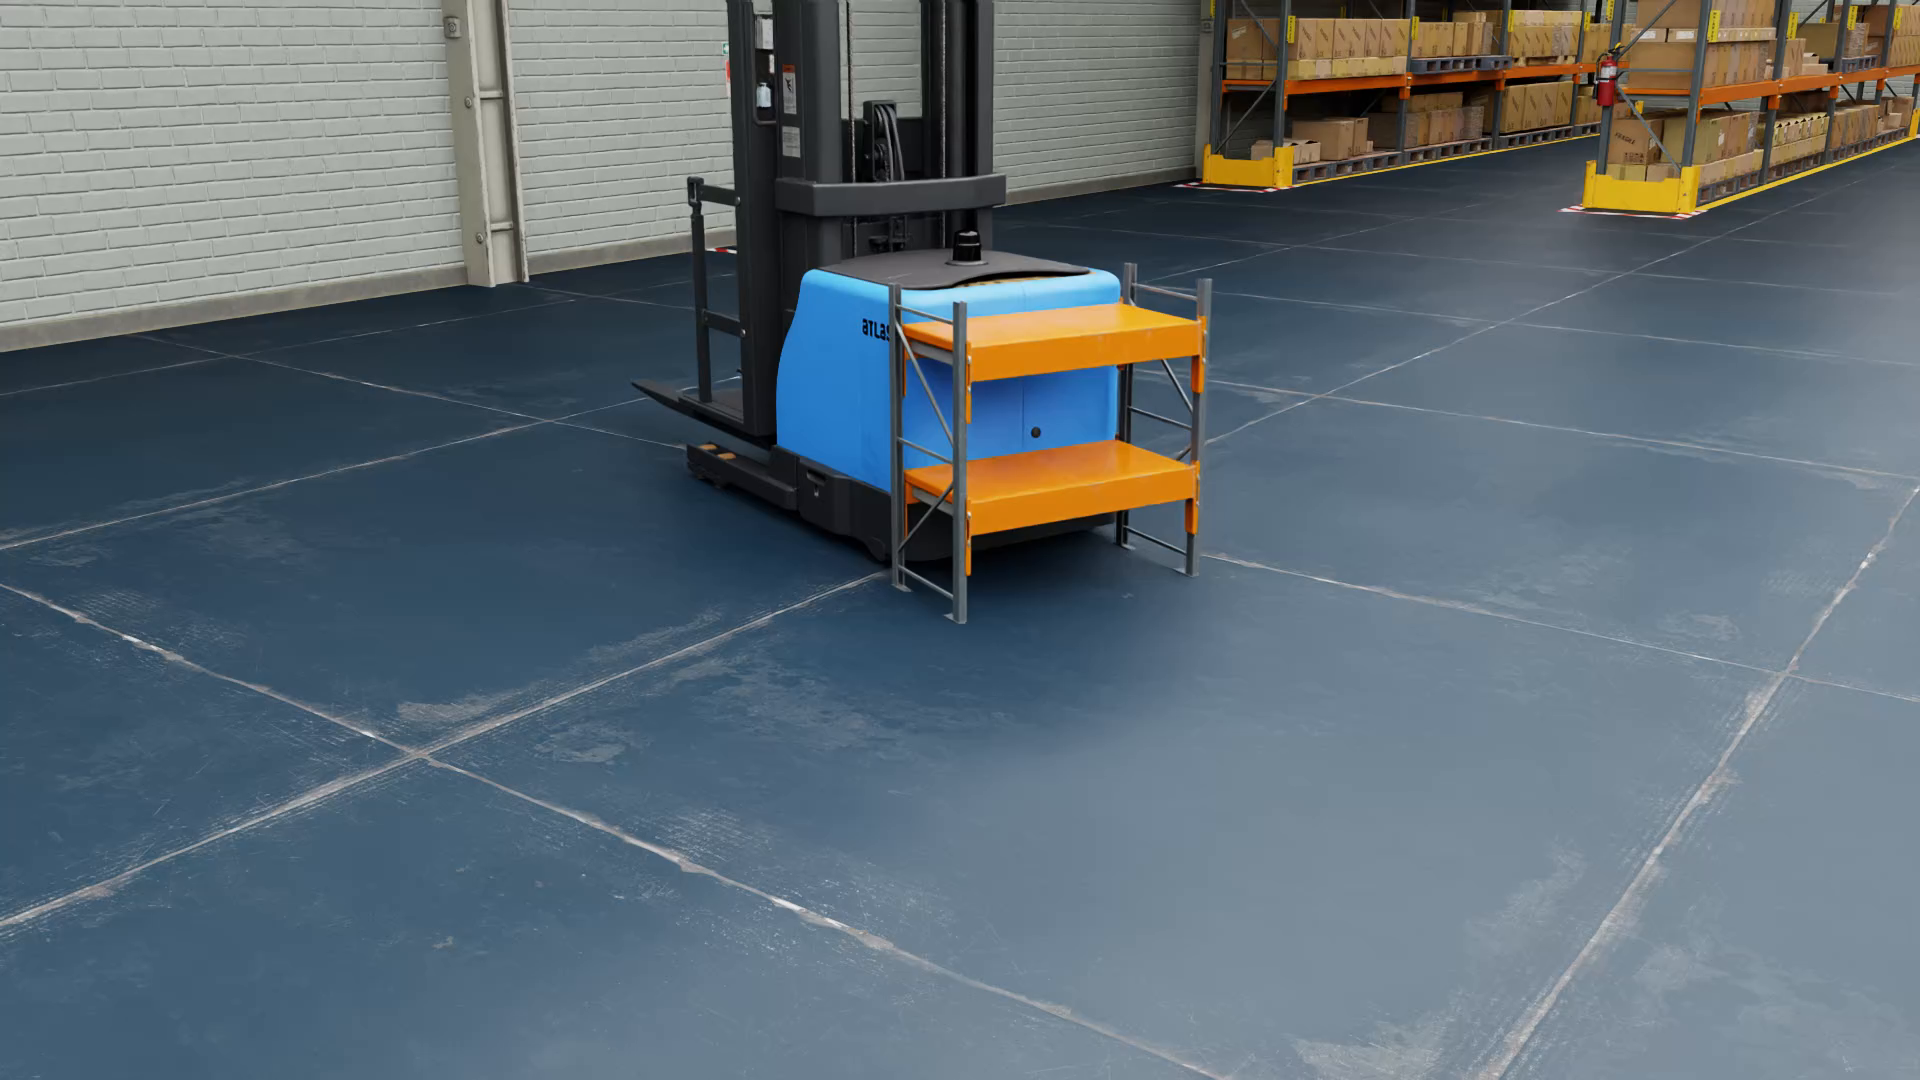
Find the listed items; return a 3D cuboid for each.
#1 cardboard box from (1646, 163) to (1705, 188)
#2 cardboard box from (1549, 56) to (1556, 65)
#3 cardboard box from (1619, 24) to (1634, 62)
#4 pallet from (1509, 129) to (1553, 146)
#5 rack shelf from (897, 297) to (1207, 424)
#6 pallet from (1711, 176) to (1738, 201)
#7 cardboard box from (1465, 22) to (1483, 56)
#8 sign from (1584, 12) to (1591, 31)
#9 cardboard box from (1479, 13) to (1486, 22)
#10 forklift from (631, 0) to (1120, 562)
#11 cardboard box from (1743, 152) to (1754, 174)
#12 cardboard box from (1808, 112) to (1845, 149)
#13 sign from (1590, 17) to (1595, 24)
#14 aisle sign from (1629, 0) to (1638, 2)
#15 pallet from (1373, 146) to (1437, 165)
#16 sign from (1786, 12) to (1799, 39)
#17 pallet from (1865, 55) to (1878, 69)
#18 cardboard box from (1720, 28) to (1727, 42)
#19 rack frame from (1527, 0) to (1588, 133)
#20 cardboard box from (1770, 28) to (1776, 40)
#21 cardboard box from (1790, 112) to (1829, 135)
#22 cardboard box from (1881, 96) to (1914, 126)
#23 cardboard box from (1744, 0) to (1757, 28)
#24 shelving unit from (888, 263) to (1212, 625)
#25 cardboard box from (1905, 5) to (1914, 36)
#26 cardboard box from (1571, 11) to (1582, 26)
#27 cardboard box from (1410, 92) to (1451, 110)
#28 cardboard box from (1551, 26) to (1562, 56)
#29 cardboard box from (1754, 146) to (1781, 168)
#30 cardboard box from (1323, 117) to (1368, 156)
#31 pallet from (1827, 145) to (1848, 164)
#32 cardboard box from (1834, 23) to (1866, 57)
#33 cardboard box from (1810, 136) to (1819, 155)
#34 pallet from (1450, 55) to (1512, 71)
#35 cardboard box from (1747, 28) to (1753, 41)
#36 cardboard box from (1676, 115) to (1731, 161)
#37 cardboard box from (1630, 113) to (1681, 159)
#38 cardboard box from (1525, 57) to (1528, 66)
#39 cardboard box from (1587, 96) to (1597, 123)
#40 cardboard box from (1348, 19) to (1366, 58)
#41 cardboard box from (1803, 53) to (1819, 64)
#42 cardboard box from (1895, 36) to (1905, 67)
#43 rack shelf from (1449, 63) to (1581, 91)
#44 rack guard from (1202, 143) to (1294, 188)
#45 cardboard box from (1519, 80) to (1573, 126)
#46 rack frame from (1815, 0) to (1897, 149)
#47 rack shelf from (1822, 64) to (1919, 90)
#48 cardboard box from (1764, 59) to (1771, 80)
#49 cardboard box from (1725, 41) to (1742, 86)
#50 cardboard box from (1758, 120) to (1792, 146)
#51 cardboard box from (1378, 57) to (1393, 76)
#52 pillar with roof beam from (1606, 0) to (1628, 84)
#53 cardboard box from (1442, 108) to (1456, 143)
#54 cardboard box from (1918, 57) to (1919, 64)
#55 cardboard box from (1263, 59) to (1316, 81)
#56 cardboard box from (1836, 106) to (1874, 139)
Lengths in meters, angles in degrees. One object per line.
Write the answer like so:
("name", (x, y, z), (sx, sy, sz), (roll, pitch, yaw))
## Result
("cardboard box", (8.169, -4.155, 18.993), (0.500, 0.250, 0.500), (12, 21, 35))
("cardboard box", (10.235, -8.433, 29.230), (0.380, 0.149, 0.250), (12, 21, 35))
("cardboard box", (12.503, -9.709, 32.444), (0.980, 0.700, 0.700), (12, 21, 34))
("pallet", (9.715, -7.091, 29.221), (1.003, 0.211, 1.213), (12, 21, 35))
("rack shelf", (0.325, -0.661, 5.990), (1.000, 0.278, 0.538), (-10, 20, -29))
("pallet", (8.820, -4.326, 20.318), (1.003, 0.211, 1.213), (12, 21, 35))
("cardboard box", (7.874, -7.965, 26.424), (0.700, 0.500, 0.500), (10, 20, 30))
("sign", (11.282, -9.333, 29.921), (0.100, 0.325, 0.005), (12, 21, 35))
("cardboard box", (8.276, -8.439, 26.856), (0.380, 0.149, 0.250), (9, 20, 28))
("forklift", (-0.594, -1.697, 7.266), (1.130, 2.935, 3.031), (-11, 20, -32))
("cardboard box", (9.648, -4.752, 20.918), (0.500, 0.250, 0.500), (12, 21, 35))
("cardboard box", (12.938, -6.158, 24.990), (0.500, 0.500, 0.500), (14, 22, 37))
("sign", (12.782, -10.415, 33.630), (0.100, 0.325, 0.005), (12, 21, 35))
("aisle sign", (13.508, -11.070, 32.949), (0.394, 0.787, 0.004), (12, 21, 35))
("pallet", (6.536, -5.860, 25.258), (1.003, 0.211, 1.213), (12, 21, 35))
("sign", (10.501, -6.485, 20.976), (0.100, 0.325, 0.005), (12, 21, 35))
("pallet", (14.257, -7.774, 27.044), (1.003, 0.211, 1.213), (12, 21, 35))
("cardboard box", (8.535, -5.774, 19.017), (0.380, 0.149, 0.250), (12, 21, 34))
("rack frame", (10.840, -8.911, 30.382), (1.000, 3.000, 0.127), (12, 21, 35))
("cardboard box", (10.064, -6.386, 20.989), (0.380, 0.149, 0.250), (12, 21, 35))
("cardboard box", (12.323, -6.071, 24.219), (0.500, 0.311, 0.500), (13, 22, 36))
("cardboard box", (17.078, -7.833, 30.382), (0.500, 0.500, 0.500), (12, 21, 35))
("cardboard box", (9.196, -6.452, 20.107), (0.700, 0.500, 0.500), (12, 21, 35))
("shelving unit", (0.325, -0.382, 6.077), (1.048, 1.125, 0.538), (-10, 20, -29))
("cardboard box", (15.941, -8.870, 28.394), (0.500, 0.500, 0.500), (12, 21, 33))
("cardboard box", (10.768, -9.312, 29.705), (0.500, 0.250, 0.500), (13, 22, 36))
("cardboard box", (7.378, -6.904, 26.128), (0.500, 0.250, 0.500), (12, 21, 34))
("cardboard box", (10.166, -8.715, 29.045), (0.500, 0.500, 0.500), (12, 21, 35))
("cardboard box", (10.494, -5.071, 21.944), (0.500, 0.250, 0.500), (12, 21, 33))
("cardboard box", (5.487, -5.768, 23.733), (0.500, 0.500, 0.500), (11, 20, 31))
("pallet", (12.913, -5.924, 25.463), (1.003, 0.211, 1.213), (12, 21, 35))
("cardboard box", (13.421, -7.686, 25.561), (0.500, 0.500, 0.700), (-15, 23, -40))
("cardboard box", (12.016, -5.680, 23.904), (0.500, 0.250, 0.500), (12, 21, 34))
("pallet", (8.118, -7.678, 26.735), (1.213, 0.211, 1.003), (12, 21, 35))
("cardboard box", (9.307, -6.084, 20.016), (0.380, 0.149, 0.250), (13, 22, 36))
("cardboard box", (8.753, -4.754, 19.657), (0.500, 0.500, 0.500), (12, 21, 35))
("cardboard box", (8.336, -4.845, 19.953), (0.500, 0.500, 0.500), (12, 21, 35))
("cardboard box", (9.421, -8.138, 28.280), (0.380, 0.149, 0.250), (13, 21, 36))
("cardboard box", (11.670, -8.197, 31.589), (0.700, 0.500, 0.500), (12, 21, 34))
("cardboard box", (5.130, -6.773, 22.450), (0.500, 0.500, 0.500), (13, 22, 36))
("cardboard box", (12.186, -6.963, 24.257), (0.500, 0.311, 0.500), (14, 22, 38))
("cardboard box", (15.646, -8.280, 28.182), (0.500, 0.500, 0.500), (13, 21, 36))
("rack shelf", (9.649, -8.091, 28.955), (1.077, 0.370, 4.000), (12, 21, 35))
("rack guard", (3.736, -4.878, 21.607), (1.175, 0.500, 0.348), (12, 21, 35))
("cardboard box", (10.558, -7.907, 30.066), (0.750, 0.750, 0.750), (13, 21, 35))
("rack frame", (14.821, -8.037, 27.566), (1.000, 3.000, 0.127), (12, 21, 35))
("rack shelf", (16.013, -8.170, 29.207), (1.077, 0.370, 4.000), (12, 21, 35))
("cardboard box", (10.313, -6.185, 21.855), (0.500, 0.250, 0.500), (14, 22, 38))
("cardboard box", (8.880, -5.705, 19.887), (0.700, 0.500, 0.500), (13, 22, 36))
("cardboard box", (10.803, -5.459, 22.249), (0.500, 0.311, 0.500), (12, 21, 34))
("cardboard box", (5.731, -6.660, 23.352), (0.500, 0.250, 0.500), (13, 21, 35))
("pillar with roof beam", (17.595, -12.764, 32.674), (9.100, 9.000, 0.400), (12, 21, 35))
("cardboard box", (7.396, -6.569, 26.312), (0.700, 0.500, 0.500), (12, 21, 34))
("cardboard box", (17.156, -8.883, 30.121), (0.500, 0.500, 0.500), (13, 22, 36))
("cardboard box", (4.236, -6.051, 21.391), (0.500, 0.250, 0.500), (12, 21, 33))
("cardboard box", (14.456, -6.769, 26.956), (0.500, 0.500, 0.500), (13, 21, 35))
